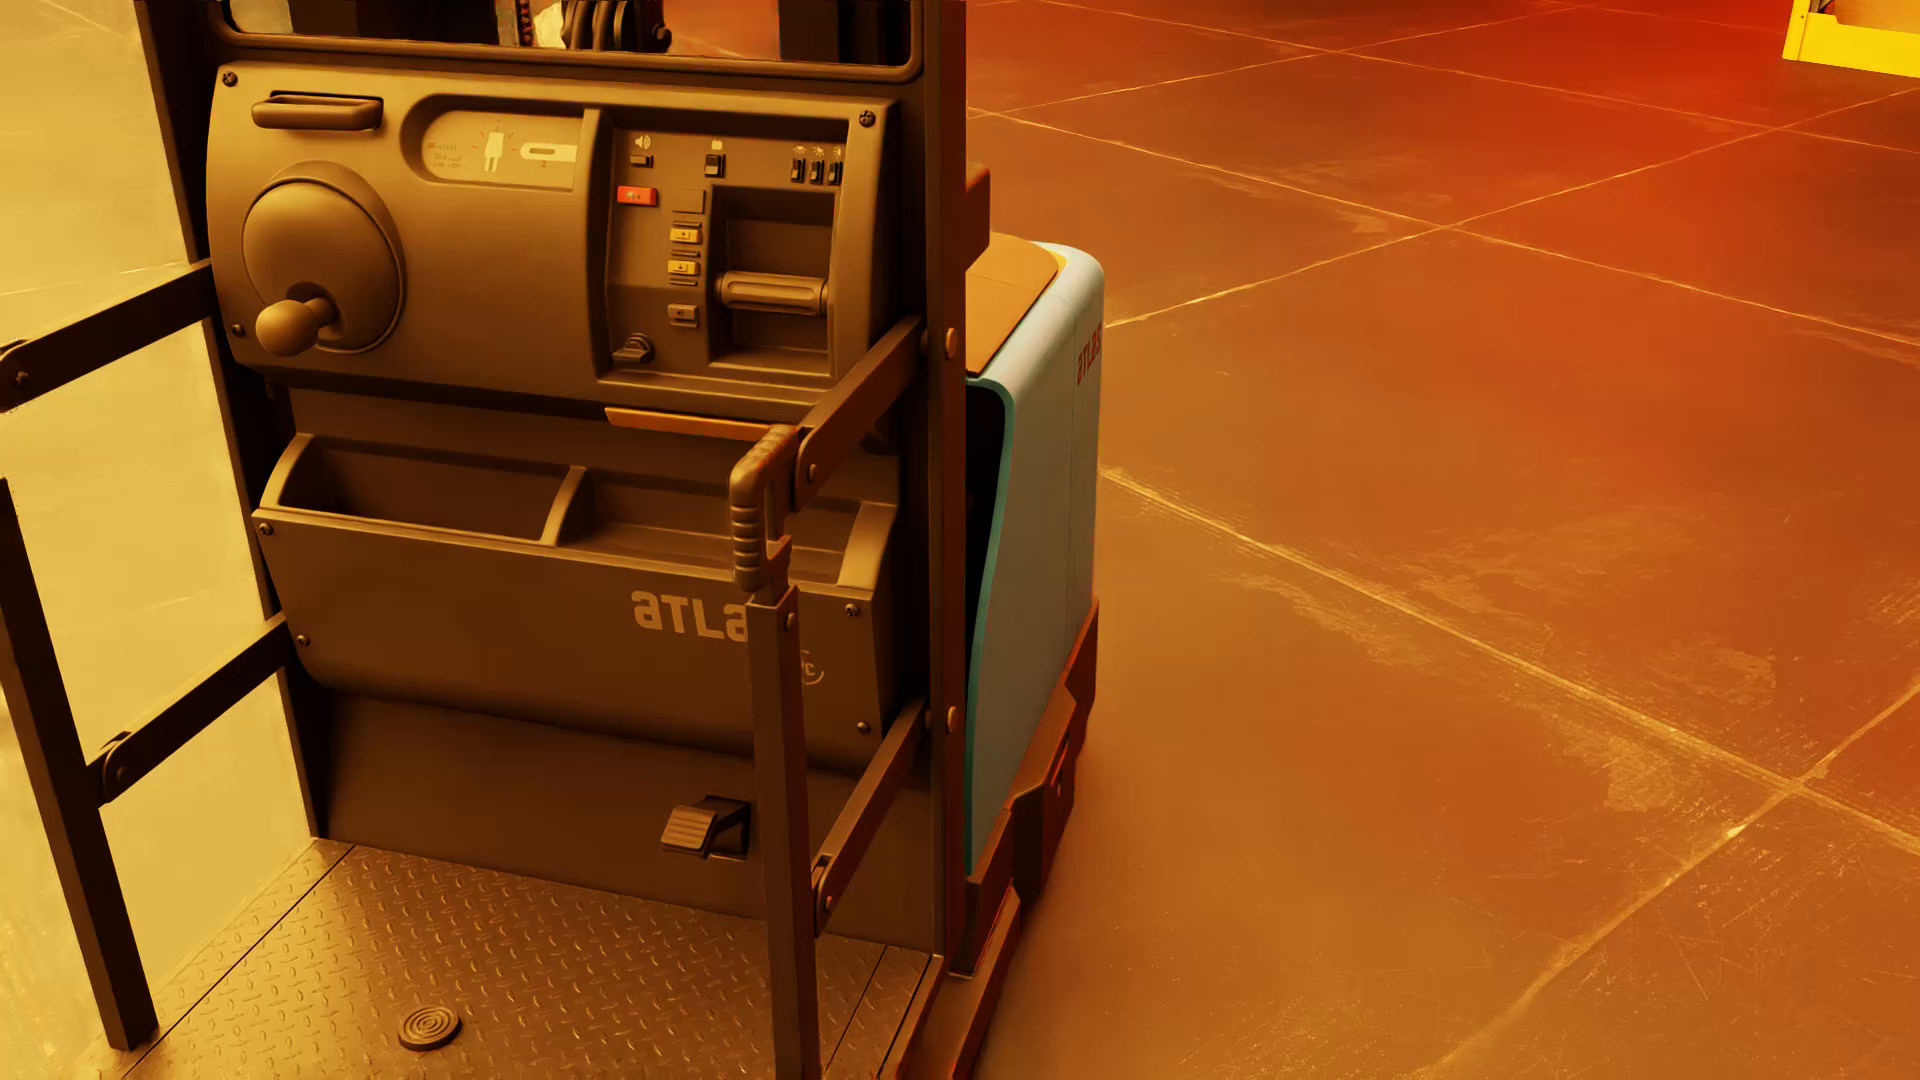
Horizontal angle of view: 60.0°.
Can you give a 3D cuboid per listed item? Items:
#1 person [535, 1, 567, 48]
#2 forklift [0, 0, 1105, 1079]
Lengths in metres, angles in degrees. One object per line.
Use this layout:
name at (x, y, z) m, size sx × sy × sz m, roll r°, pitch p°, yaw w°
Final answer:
person at (-0.666, -0.479, 3.823) m, size 1.025 × 1.547 × 0.633 m, roll -16°, pitch 31°, yaw -29°
forklift at (-0.596, -0.356, 1.920) m, size 1.130 × 2.935 × 3.031 m, roll 7°, pitch 27°, yaw 14°
